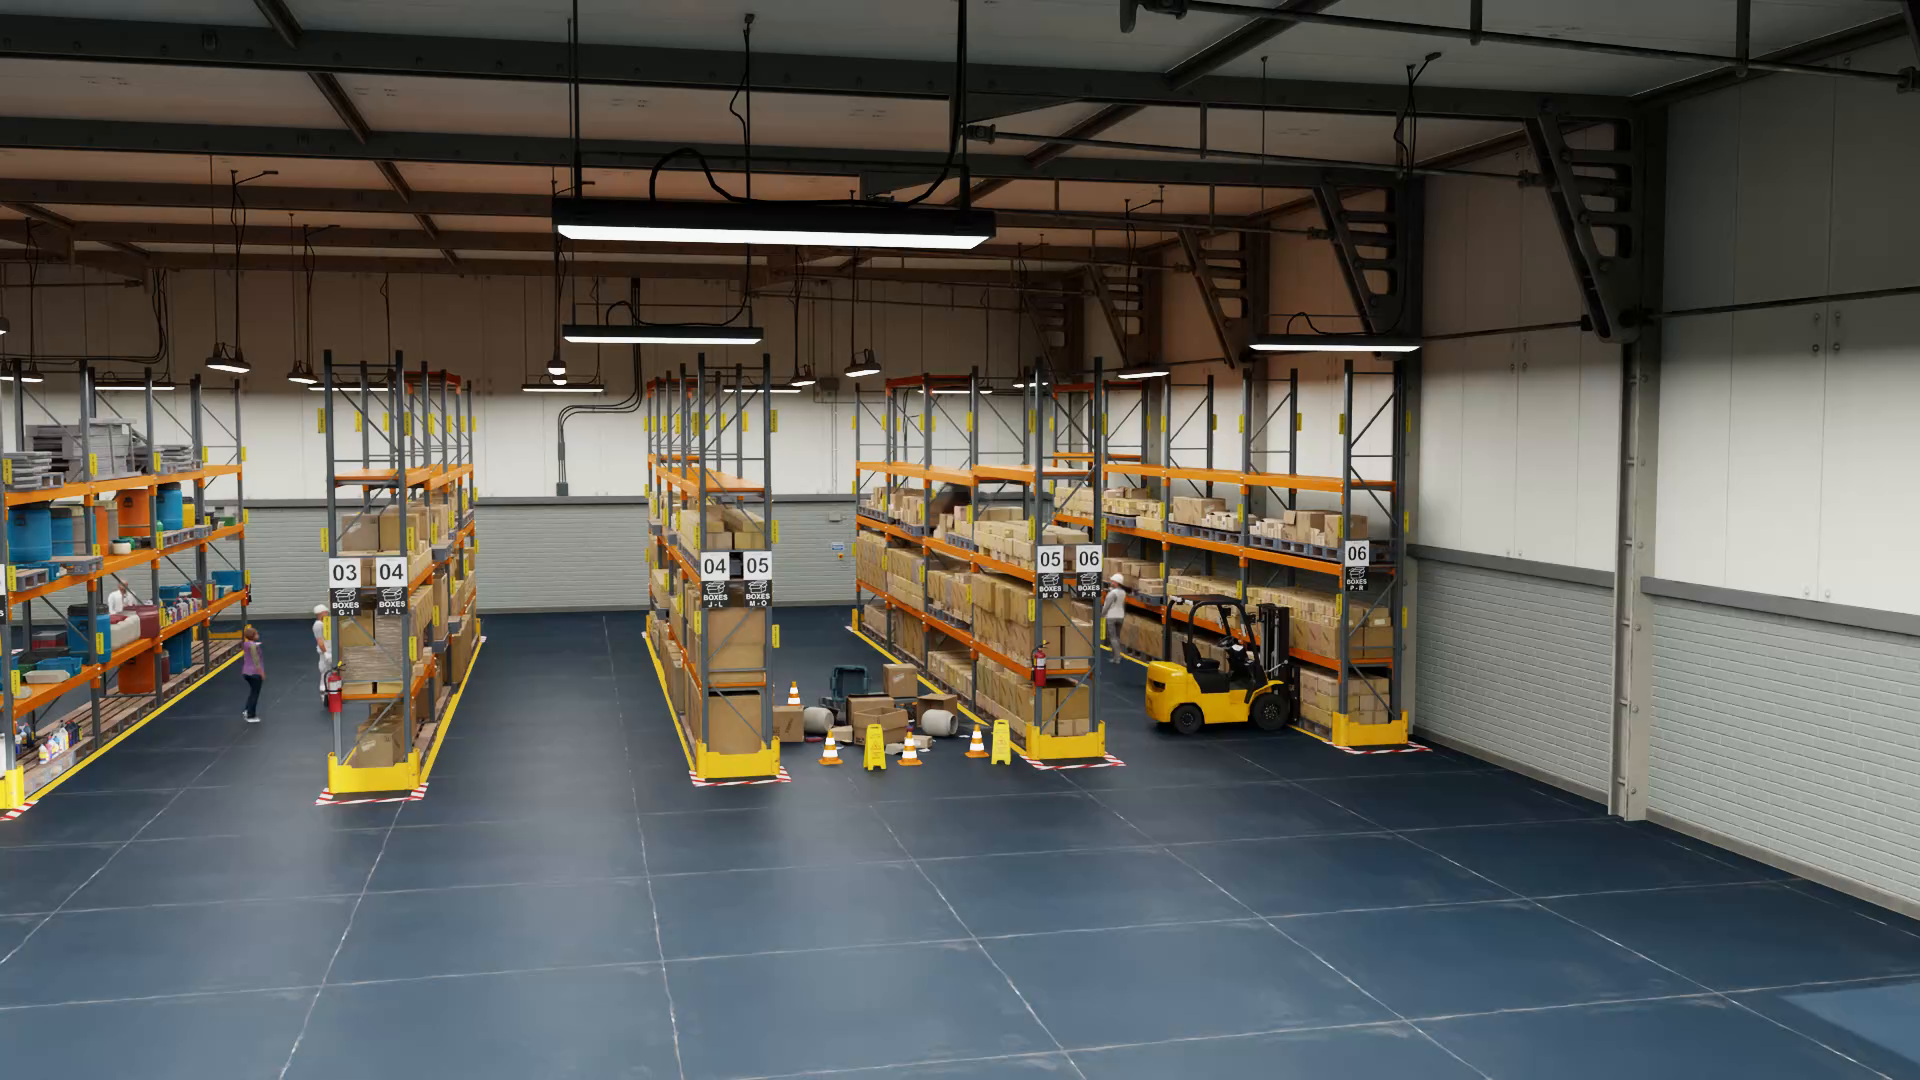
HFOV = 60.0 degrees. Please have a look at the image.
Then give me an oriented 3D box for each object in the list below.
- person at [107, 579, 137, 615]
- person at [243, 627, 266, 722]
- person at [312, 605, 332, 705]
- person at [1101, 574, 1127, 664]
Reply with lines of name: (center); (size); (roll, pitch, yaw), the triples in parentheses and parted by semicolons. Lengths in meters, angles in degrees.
person: (-17.601, 1.690, 34.941); (0.543, 1.732, 1.067); (-1, 4, -12)
person: (-11.821, 2.254, 27.861); (0.447, 1.601, 0.420); (2, 4, 22)
person: (-11.247, 2.062, 29.694); (0.579, 1.832, 0.647); (2, 4, 23)
person: (2.992, 1.562, 32.667); (0.619, 1.805, 0.750); (-2, 4, -25)
